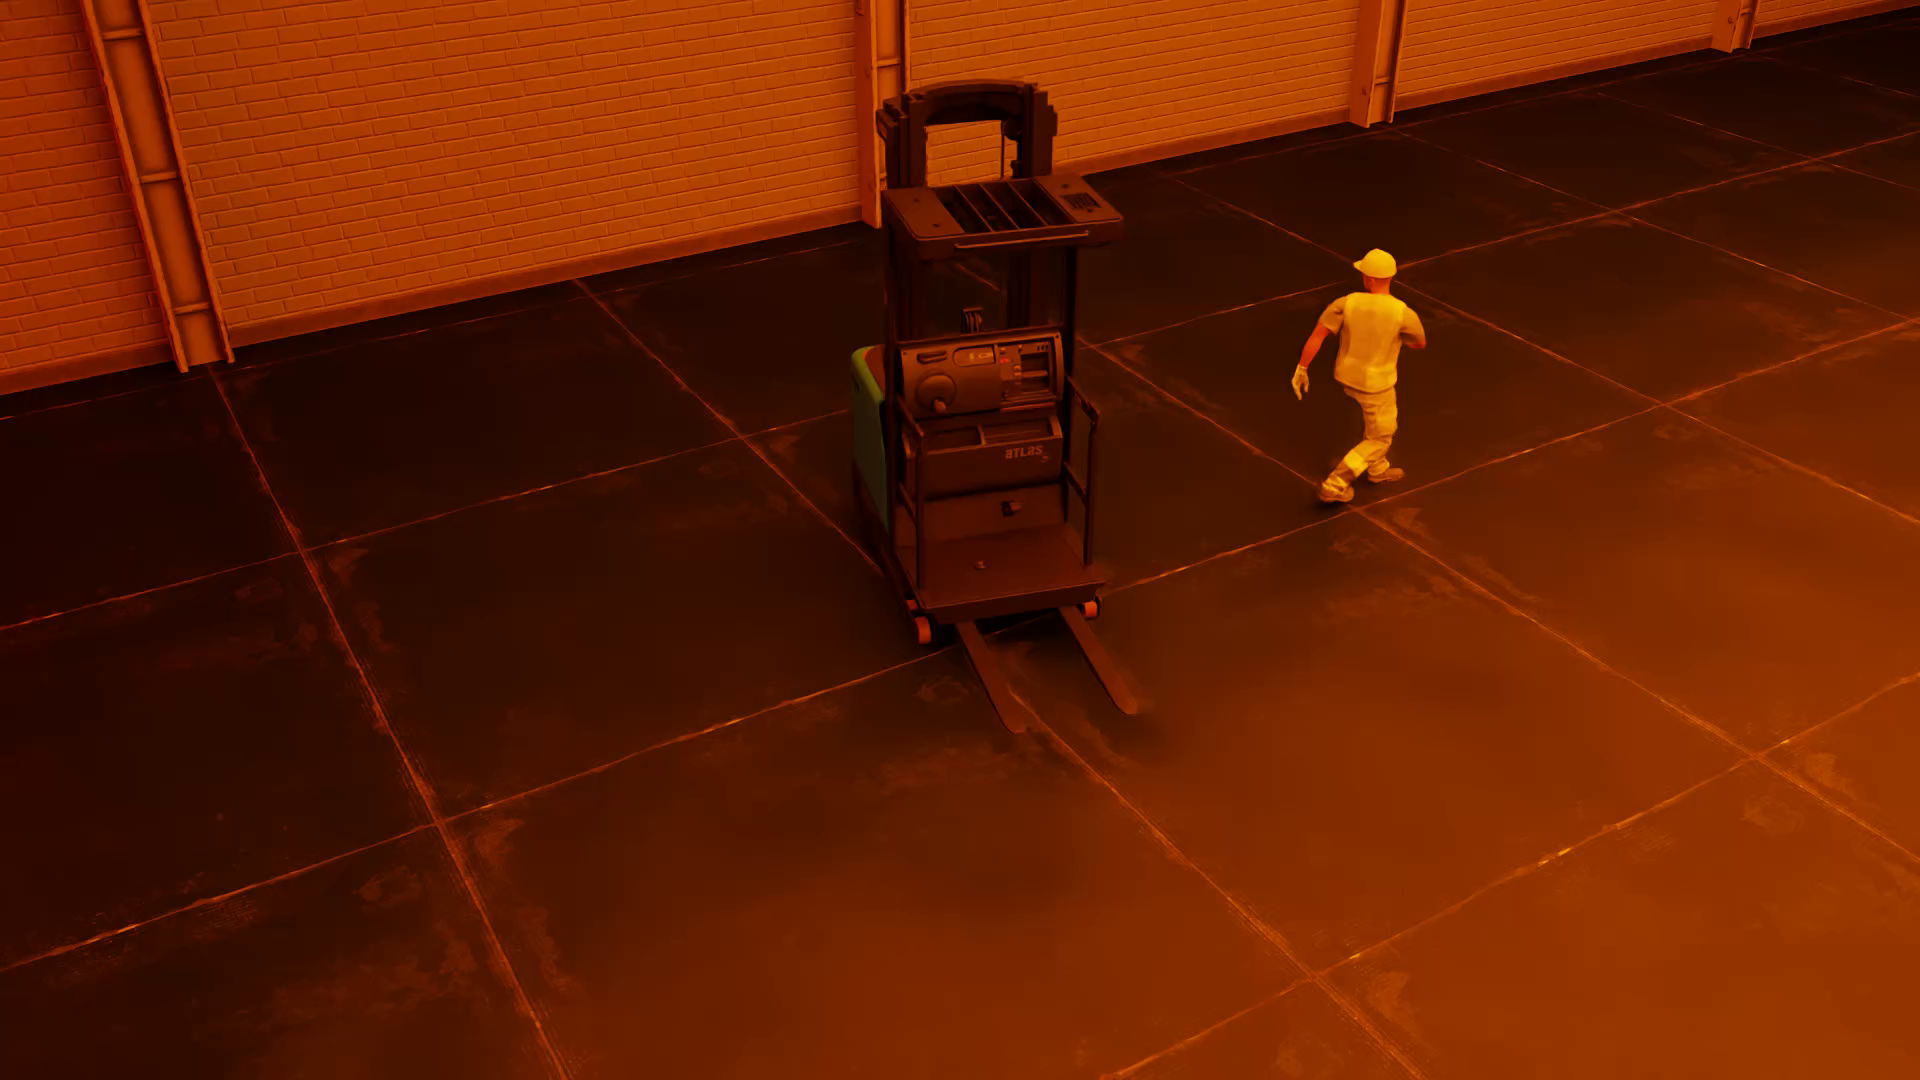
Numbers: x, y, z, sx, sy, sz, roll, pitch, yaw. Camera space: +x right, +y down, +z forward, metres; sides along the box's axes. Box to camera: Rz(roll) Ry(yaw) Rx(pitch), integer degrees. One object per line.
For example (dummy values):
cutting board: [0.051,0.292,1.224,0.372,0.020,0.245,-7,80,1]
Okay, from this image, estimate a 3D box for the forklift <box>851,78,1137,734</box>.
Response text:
forklift: [0.188,-0.879,9.116,1.130,2.935,3.031,-8,32,-13]

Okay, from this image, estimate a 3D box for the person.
person: [2.602,-1.044,10.624,0.933,1.698,0.569,-25,39,-35]
